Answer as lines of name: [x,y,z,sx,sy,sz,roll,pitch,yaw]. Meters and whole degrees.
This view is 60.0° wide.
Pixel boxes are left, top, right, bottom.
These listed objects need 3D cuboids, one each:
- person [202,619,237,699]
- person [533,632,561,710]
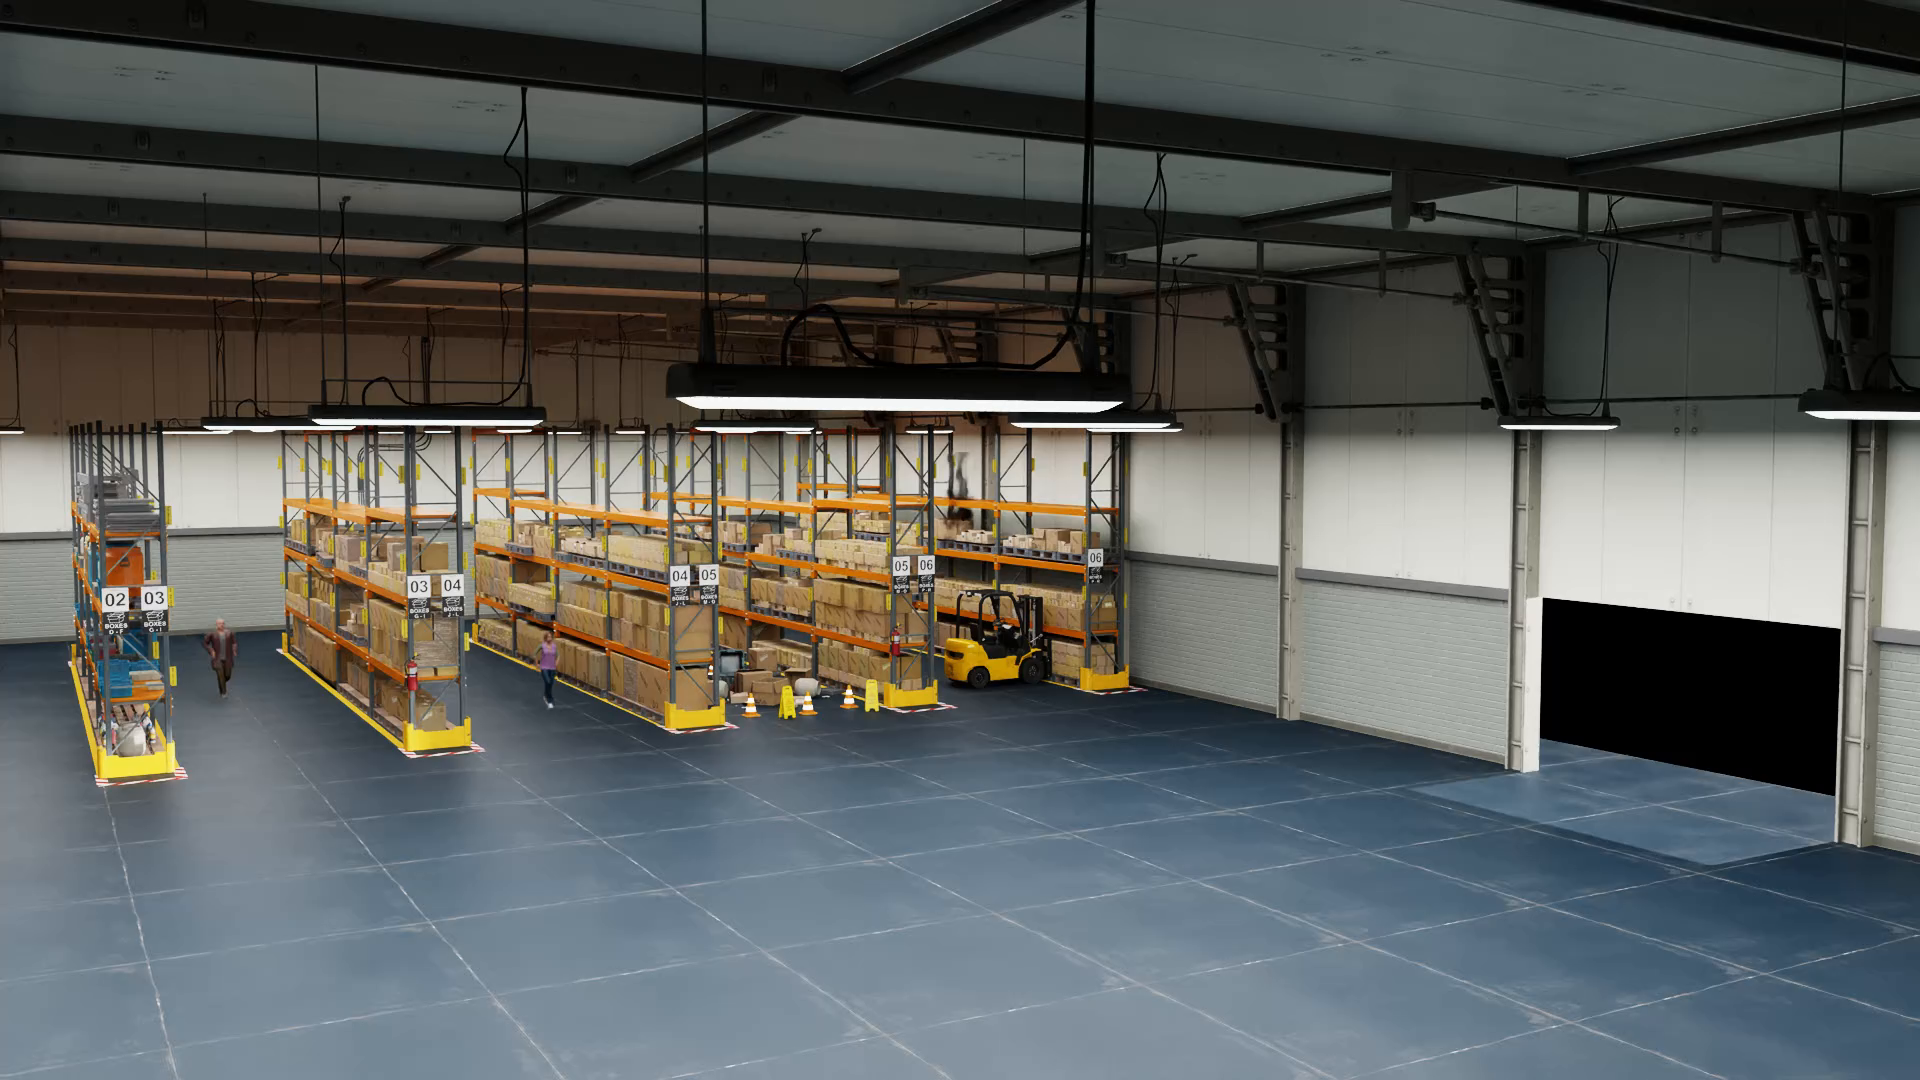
person: [-16.266,2.605,36.586,0.712,1.743,0.720,-2,4,-35]
person: [-8.736,2.761,35.227,0.542,1.641,0.732,-2,4,-34]
